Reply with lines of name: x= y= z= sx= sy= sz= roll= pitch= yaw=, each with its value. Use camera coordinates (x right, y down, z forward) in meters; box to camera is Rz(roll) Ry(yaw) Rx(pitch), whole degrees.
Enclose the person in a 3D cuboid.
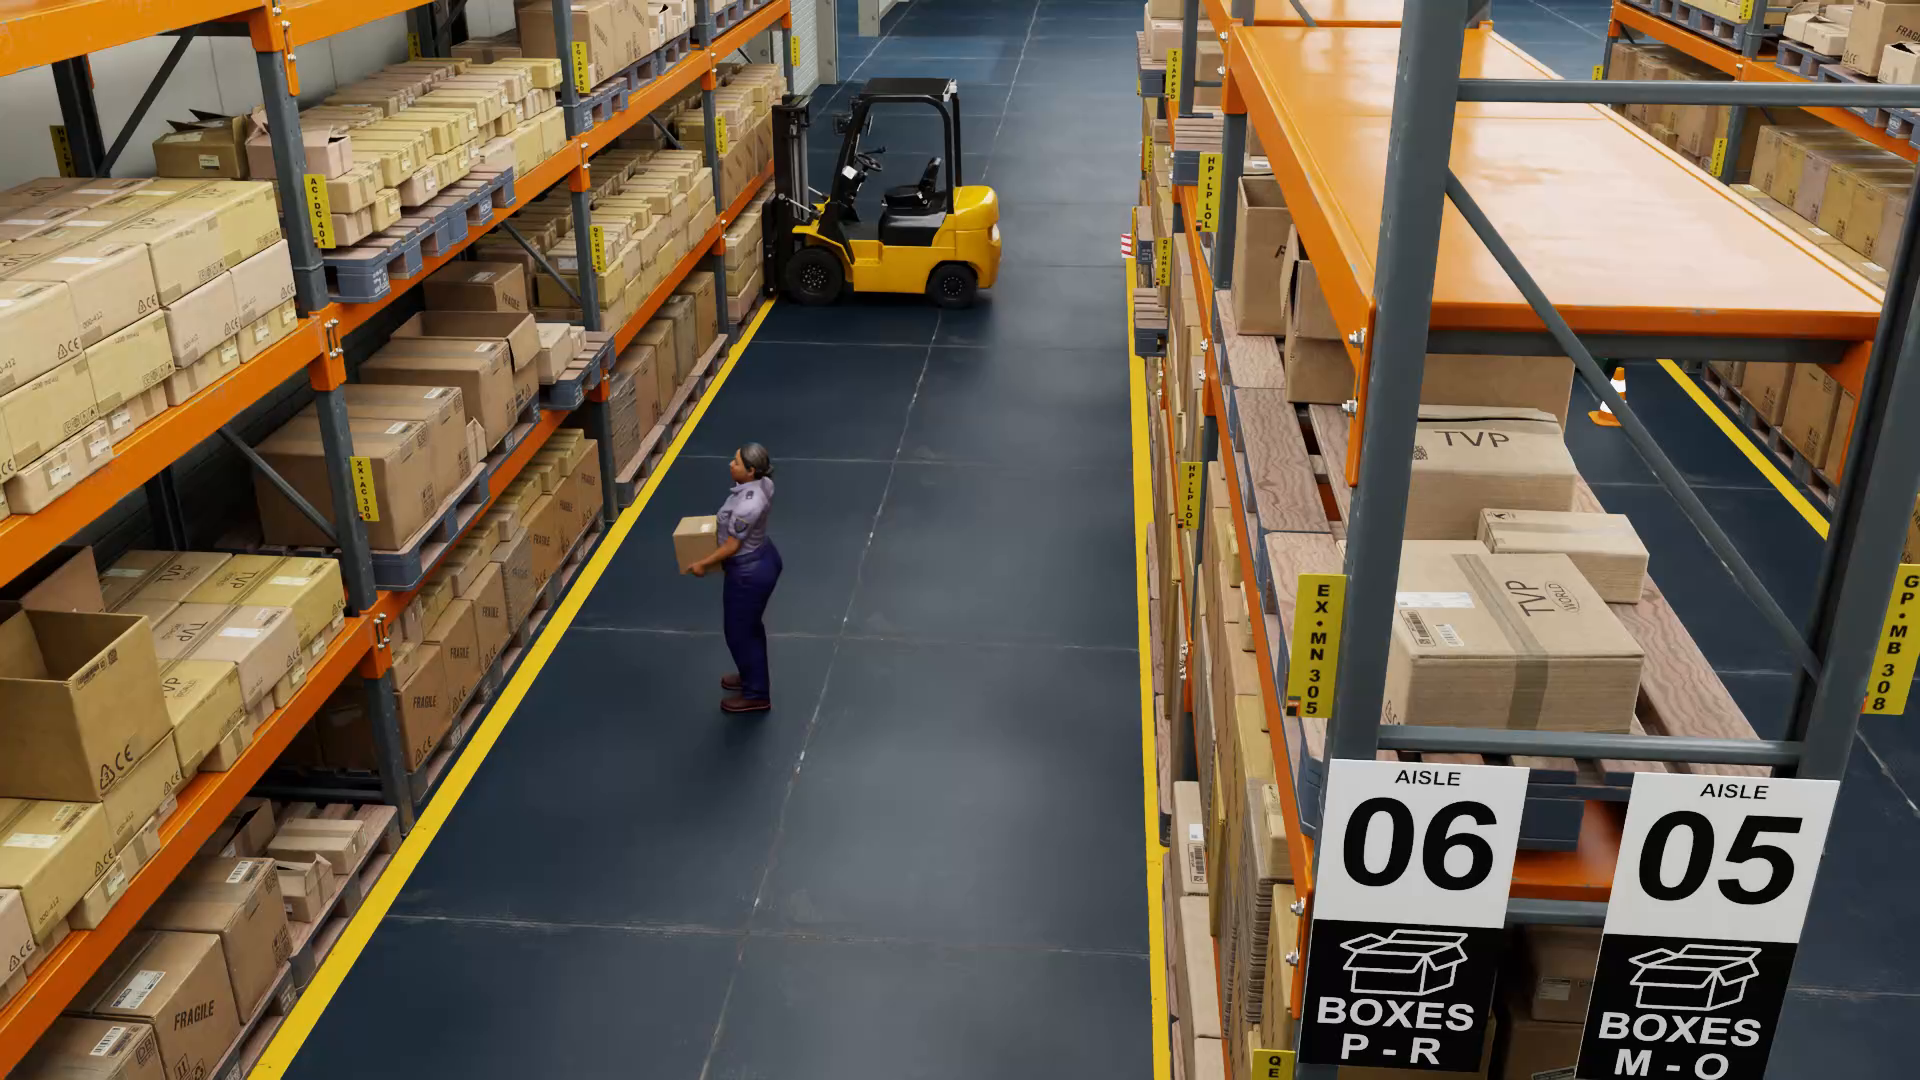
person: x=-1.296 y=0.196 z=9.595 sx=0.517 sy=1.634 sz=0.452 roll=2 pitch=25 yaw=4
